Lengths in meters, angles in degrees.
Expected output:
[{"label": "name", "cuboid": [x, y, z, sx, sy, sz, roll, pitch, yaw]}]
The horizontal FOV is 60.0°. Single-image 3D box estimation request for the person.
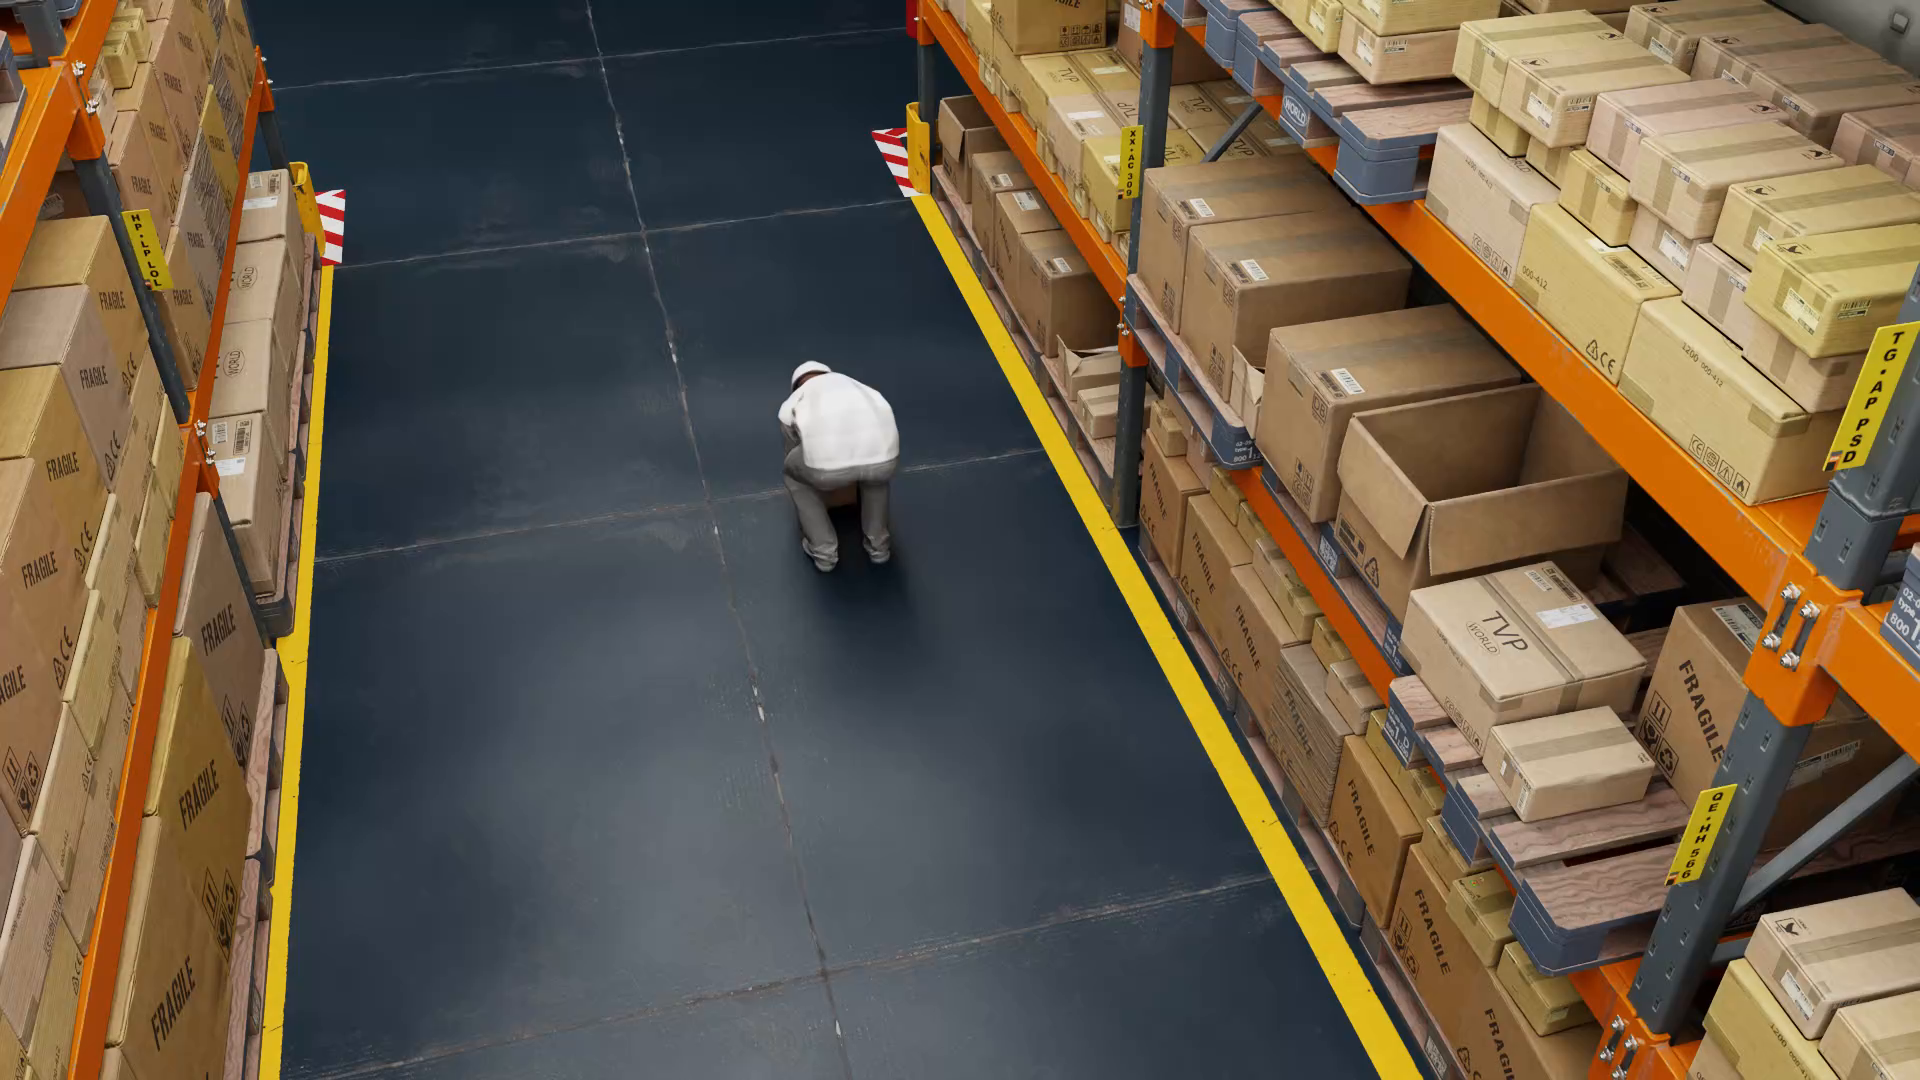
[{"label": "person", "cuboid": [-0.601, -0.414, 7.919, 0.519, 0.923, 0.999, -11, 39, -14]}]
